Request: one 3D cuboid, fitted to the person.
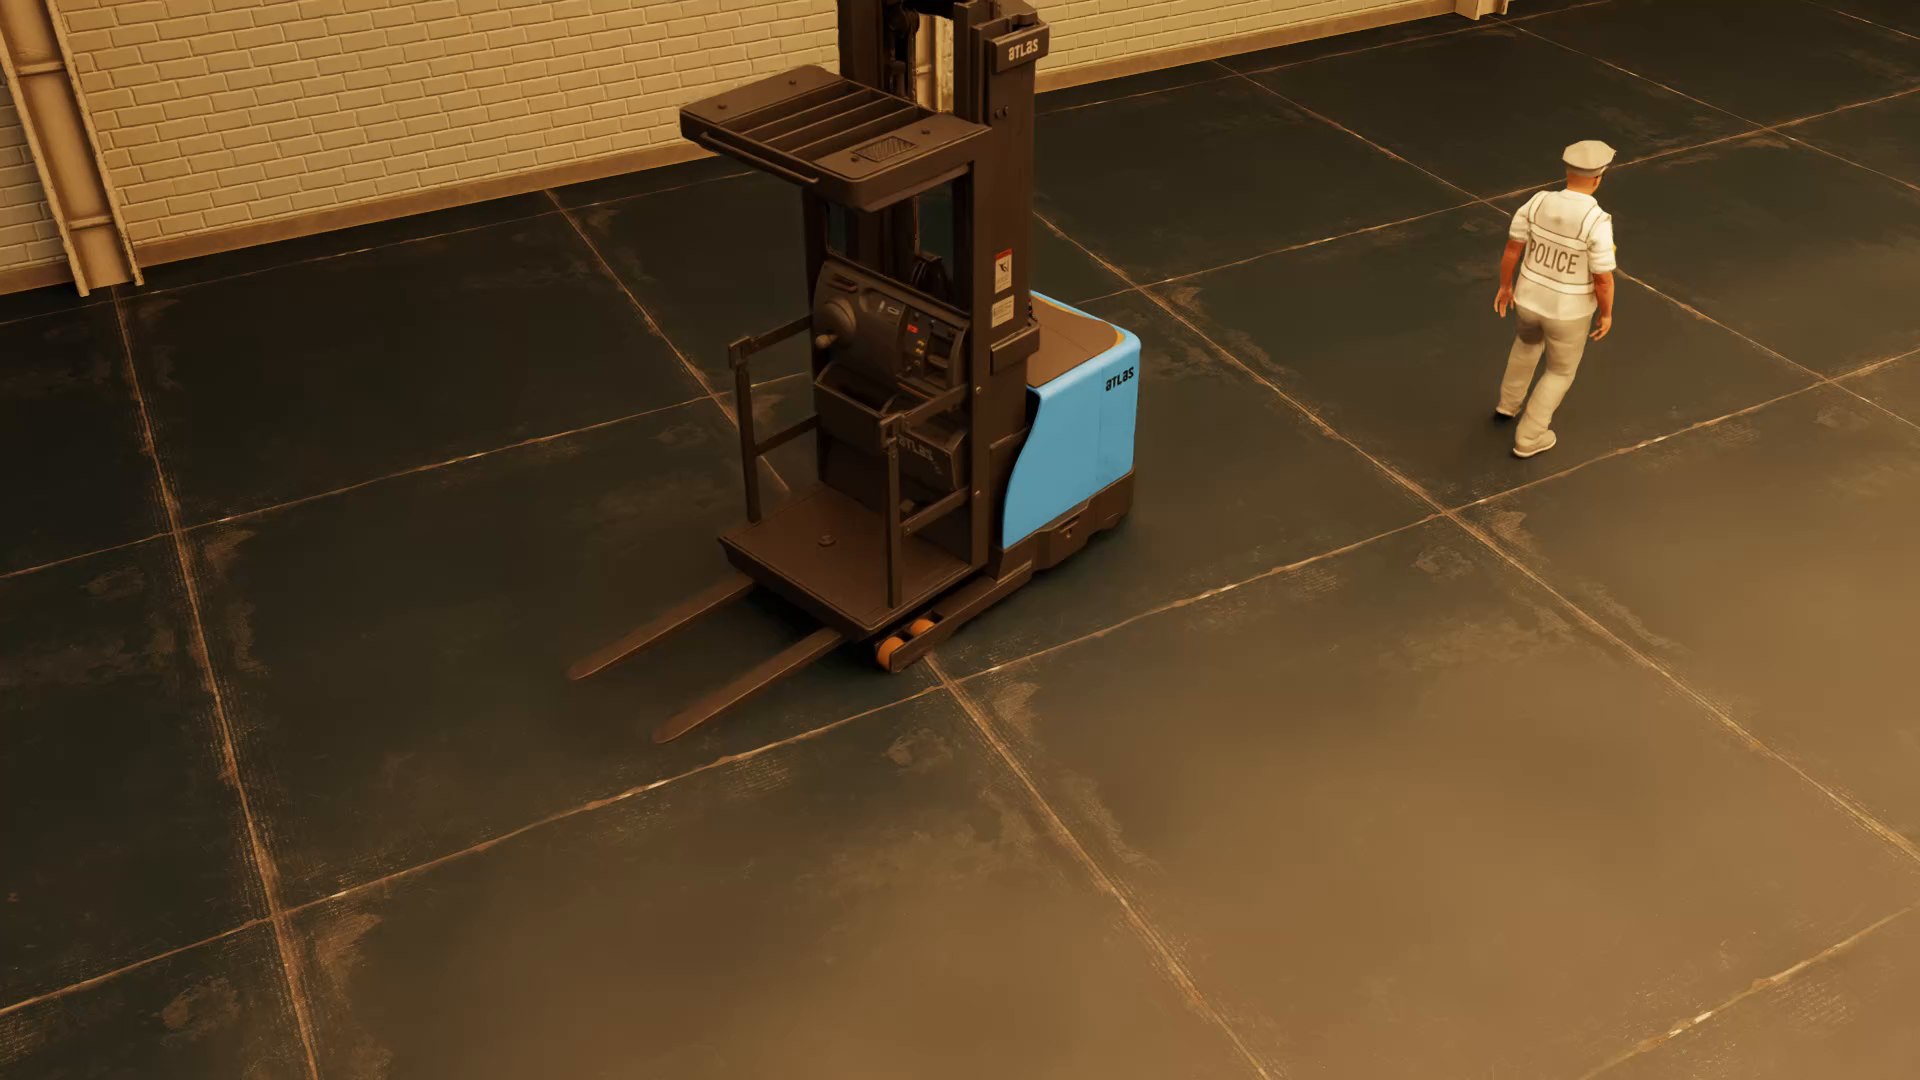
[{"bbox_3d":[3.260,-1.284,9.036,0.541,1.814,0.631,-25,42,-31],"label":"person"}]

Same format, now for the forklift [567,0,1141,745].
[{"bbox_3d":[-0.471,-0.911,7.412,1.130,2.935,3.031,29,44,34],"label":"forklift"}]
